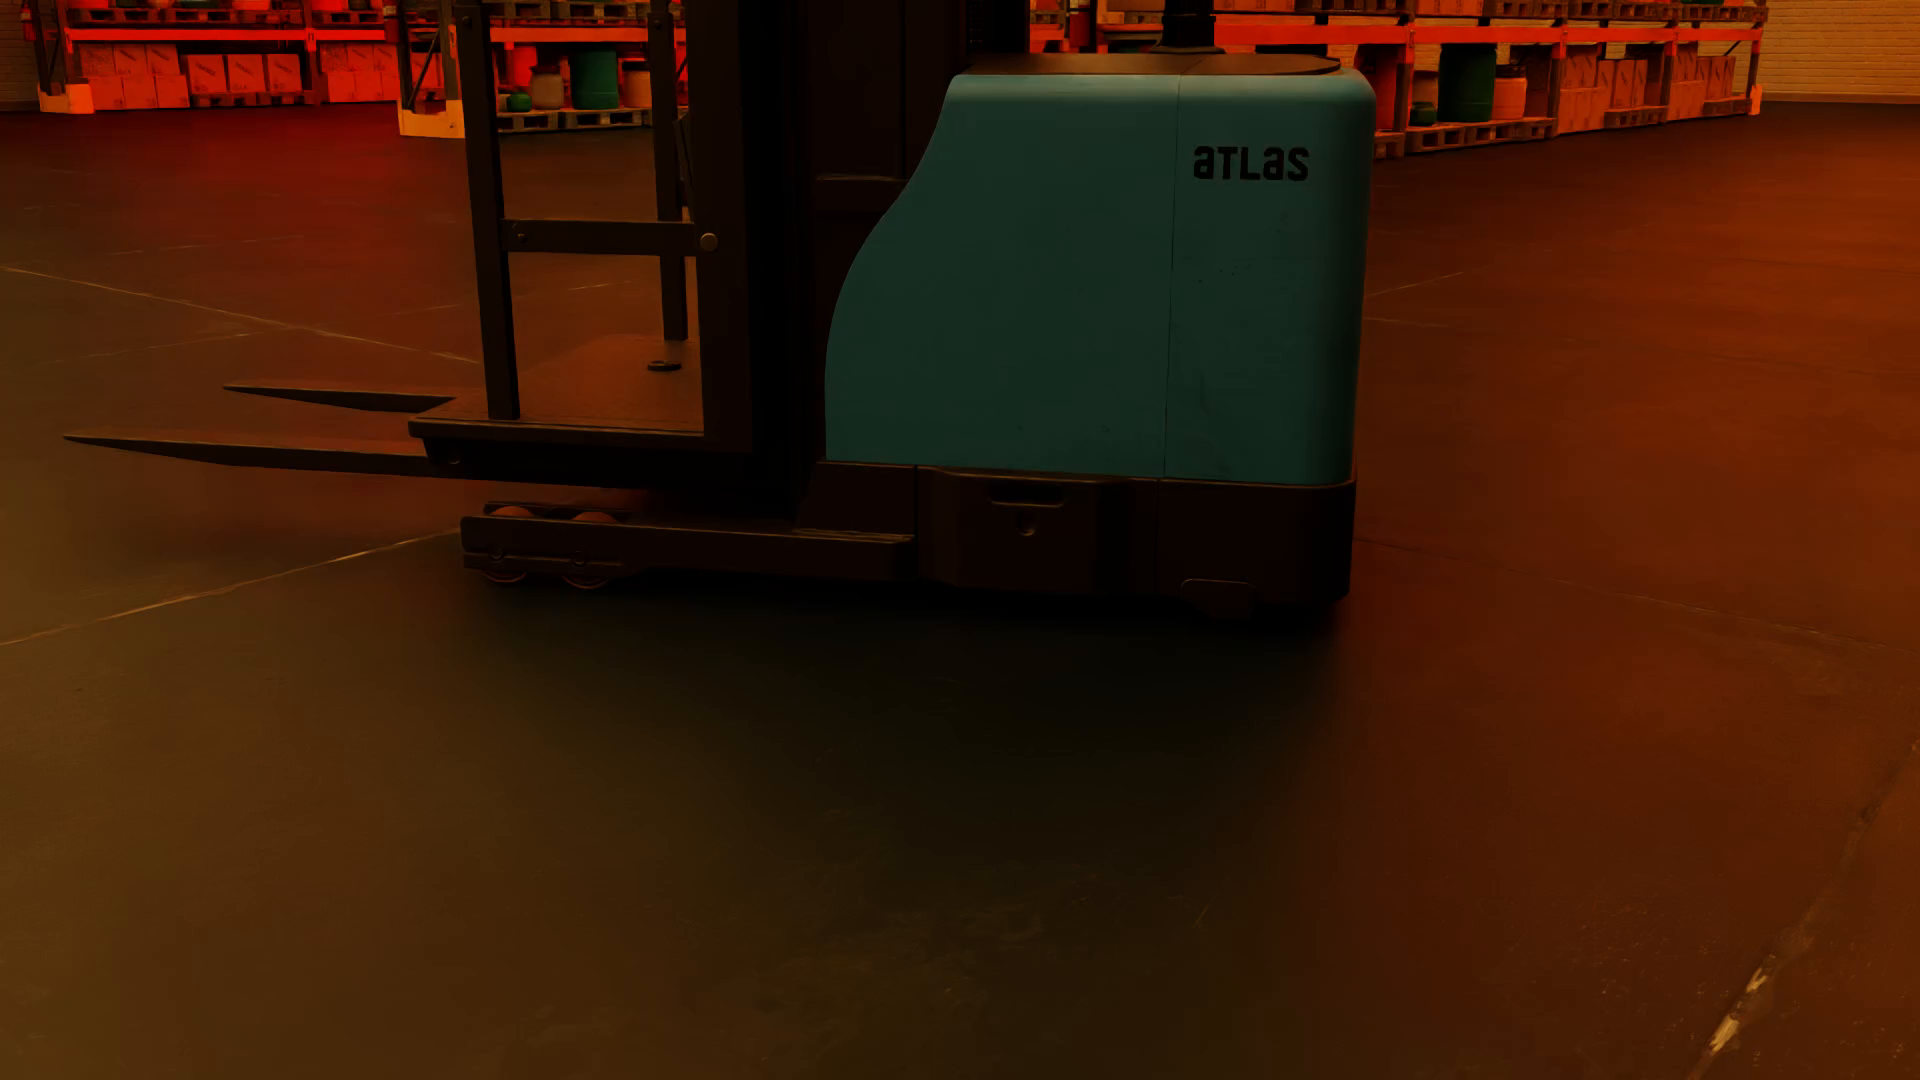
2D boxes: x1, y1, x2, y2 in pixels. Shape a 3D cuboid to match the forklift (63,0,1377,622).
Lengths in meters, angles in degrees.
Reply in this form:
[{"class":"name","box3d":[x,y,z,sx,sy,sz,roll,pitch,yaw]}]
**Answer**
[{"class":"forklift","box3d":[-0.610,-1.441,3.642,3.031,2.935,1.130,4,17,12]}]
